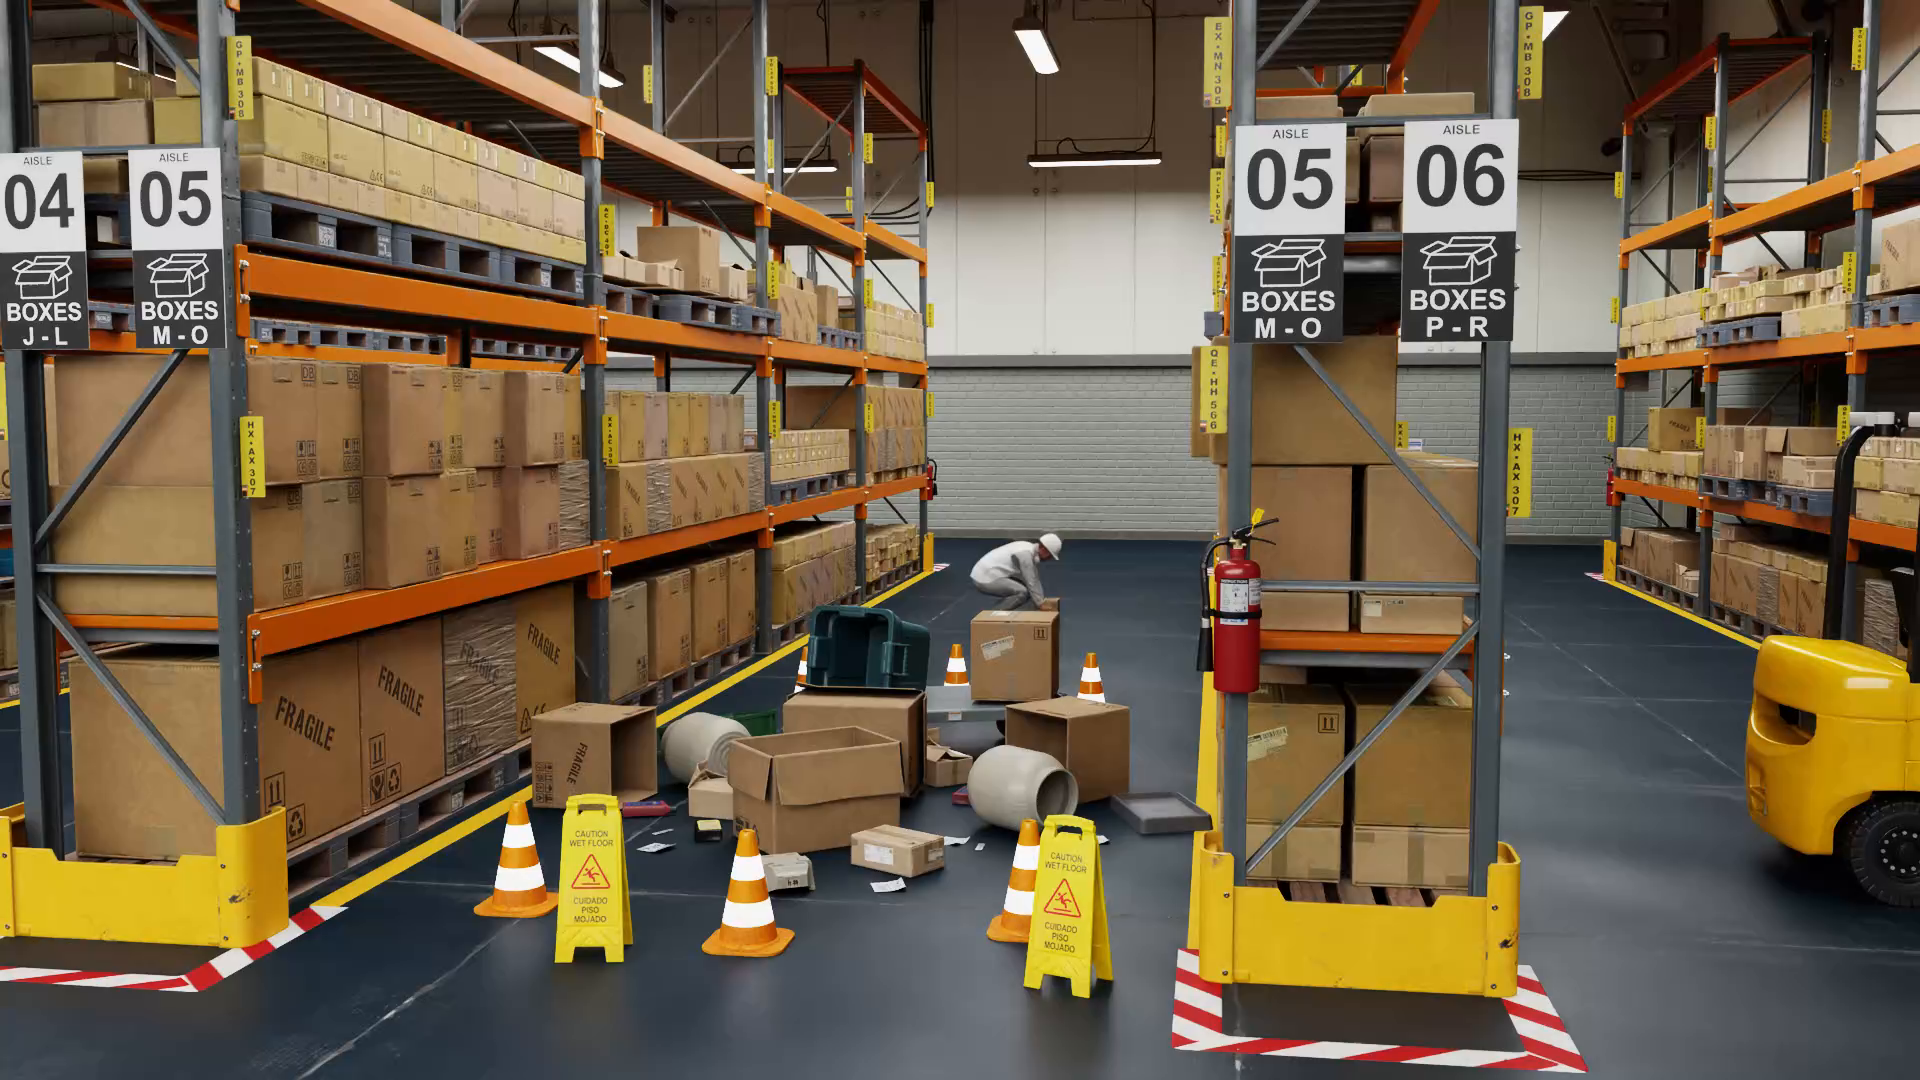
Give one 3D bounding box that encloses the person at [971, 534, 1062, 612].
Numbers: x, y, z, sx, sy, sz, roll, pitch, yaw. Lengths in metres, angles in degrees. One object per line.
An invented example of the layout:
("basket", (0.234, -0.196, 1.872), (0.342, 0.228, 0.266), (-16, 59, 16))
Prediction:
("person", (0.574, 0.396, 16.947), (0.913, 0.916, 0.540), (1, 4, 9))
